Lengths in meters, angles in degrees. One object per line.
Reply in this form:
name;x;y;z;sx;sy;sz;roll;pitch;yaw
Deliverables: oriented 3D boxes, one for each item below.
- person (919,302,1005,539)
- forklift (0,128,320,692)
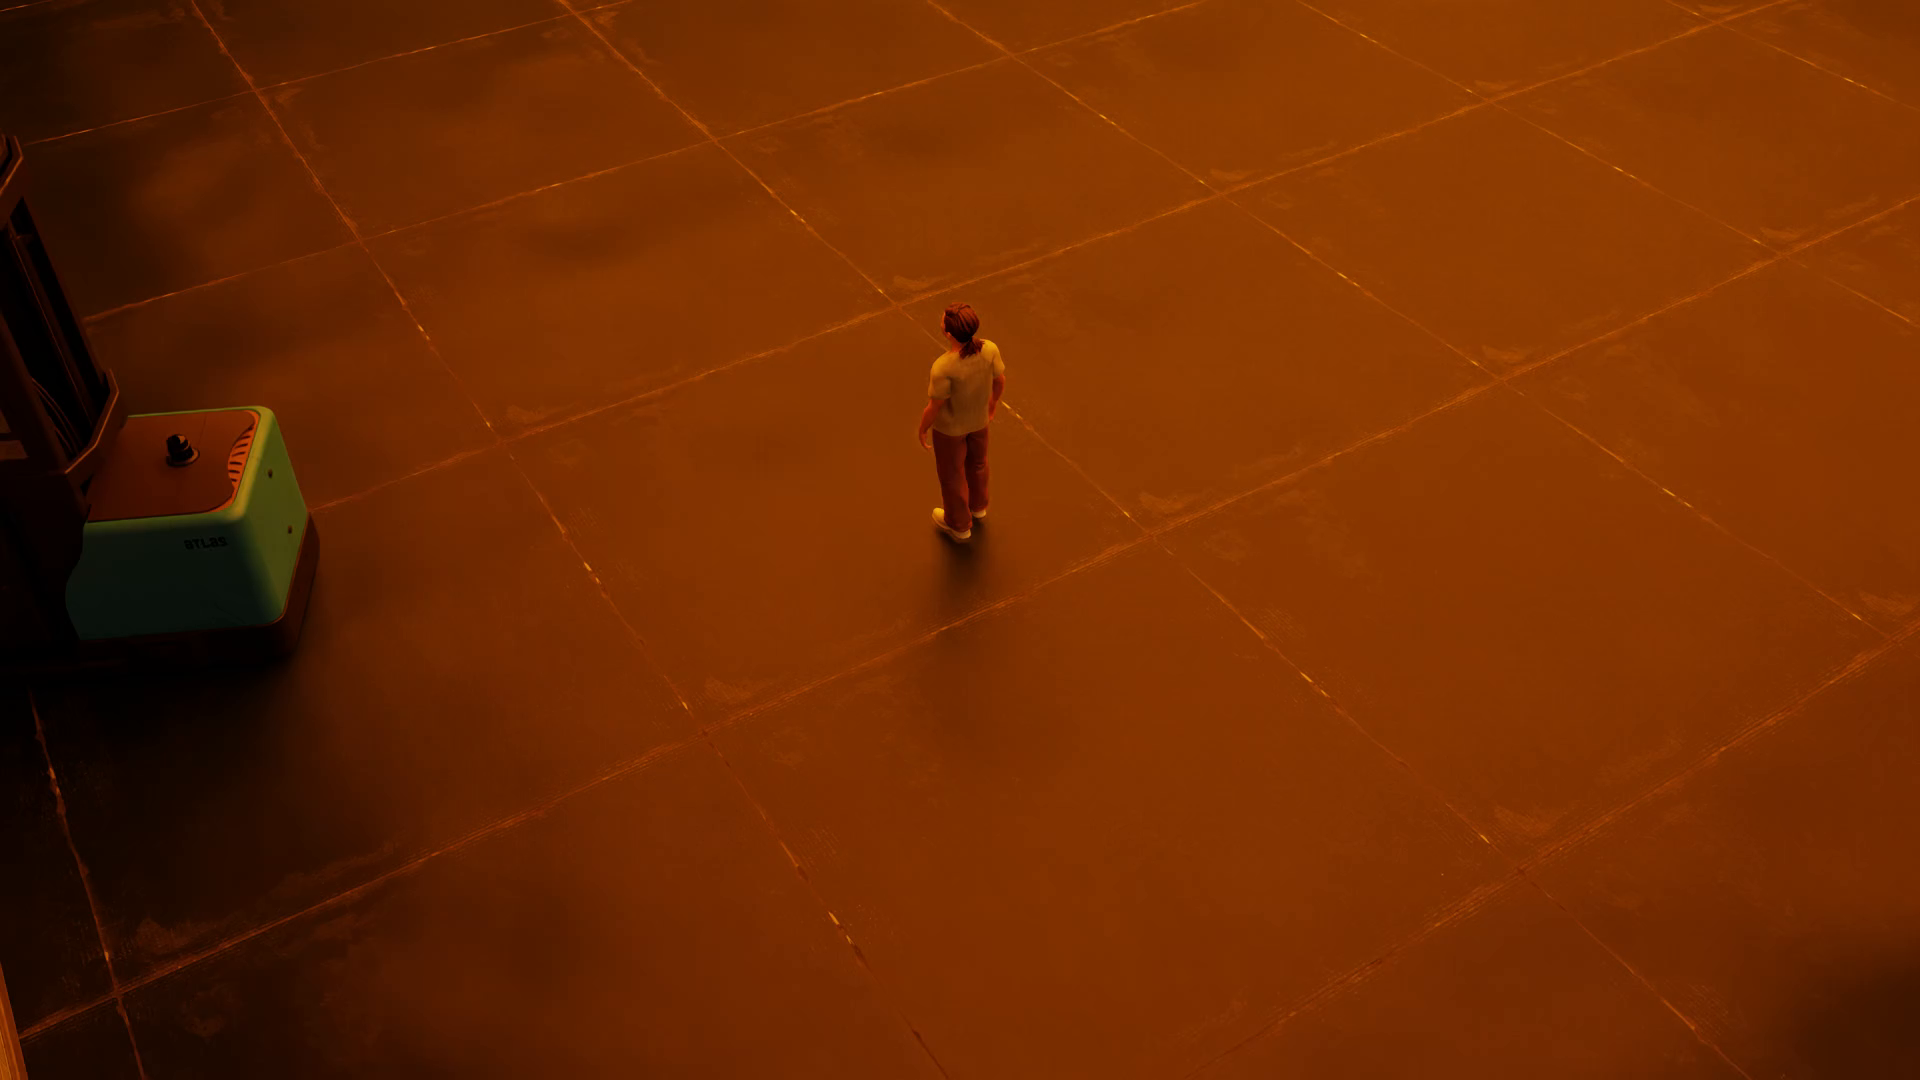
person;-0.030;-0.708;9.570;0.552;1.665;0.548;-23;46;-24
forklift;-5.278;-0.618;8.578;3.031;2.935;1.130;-5;41;-6
